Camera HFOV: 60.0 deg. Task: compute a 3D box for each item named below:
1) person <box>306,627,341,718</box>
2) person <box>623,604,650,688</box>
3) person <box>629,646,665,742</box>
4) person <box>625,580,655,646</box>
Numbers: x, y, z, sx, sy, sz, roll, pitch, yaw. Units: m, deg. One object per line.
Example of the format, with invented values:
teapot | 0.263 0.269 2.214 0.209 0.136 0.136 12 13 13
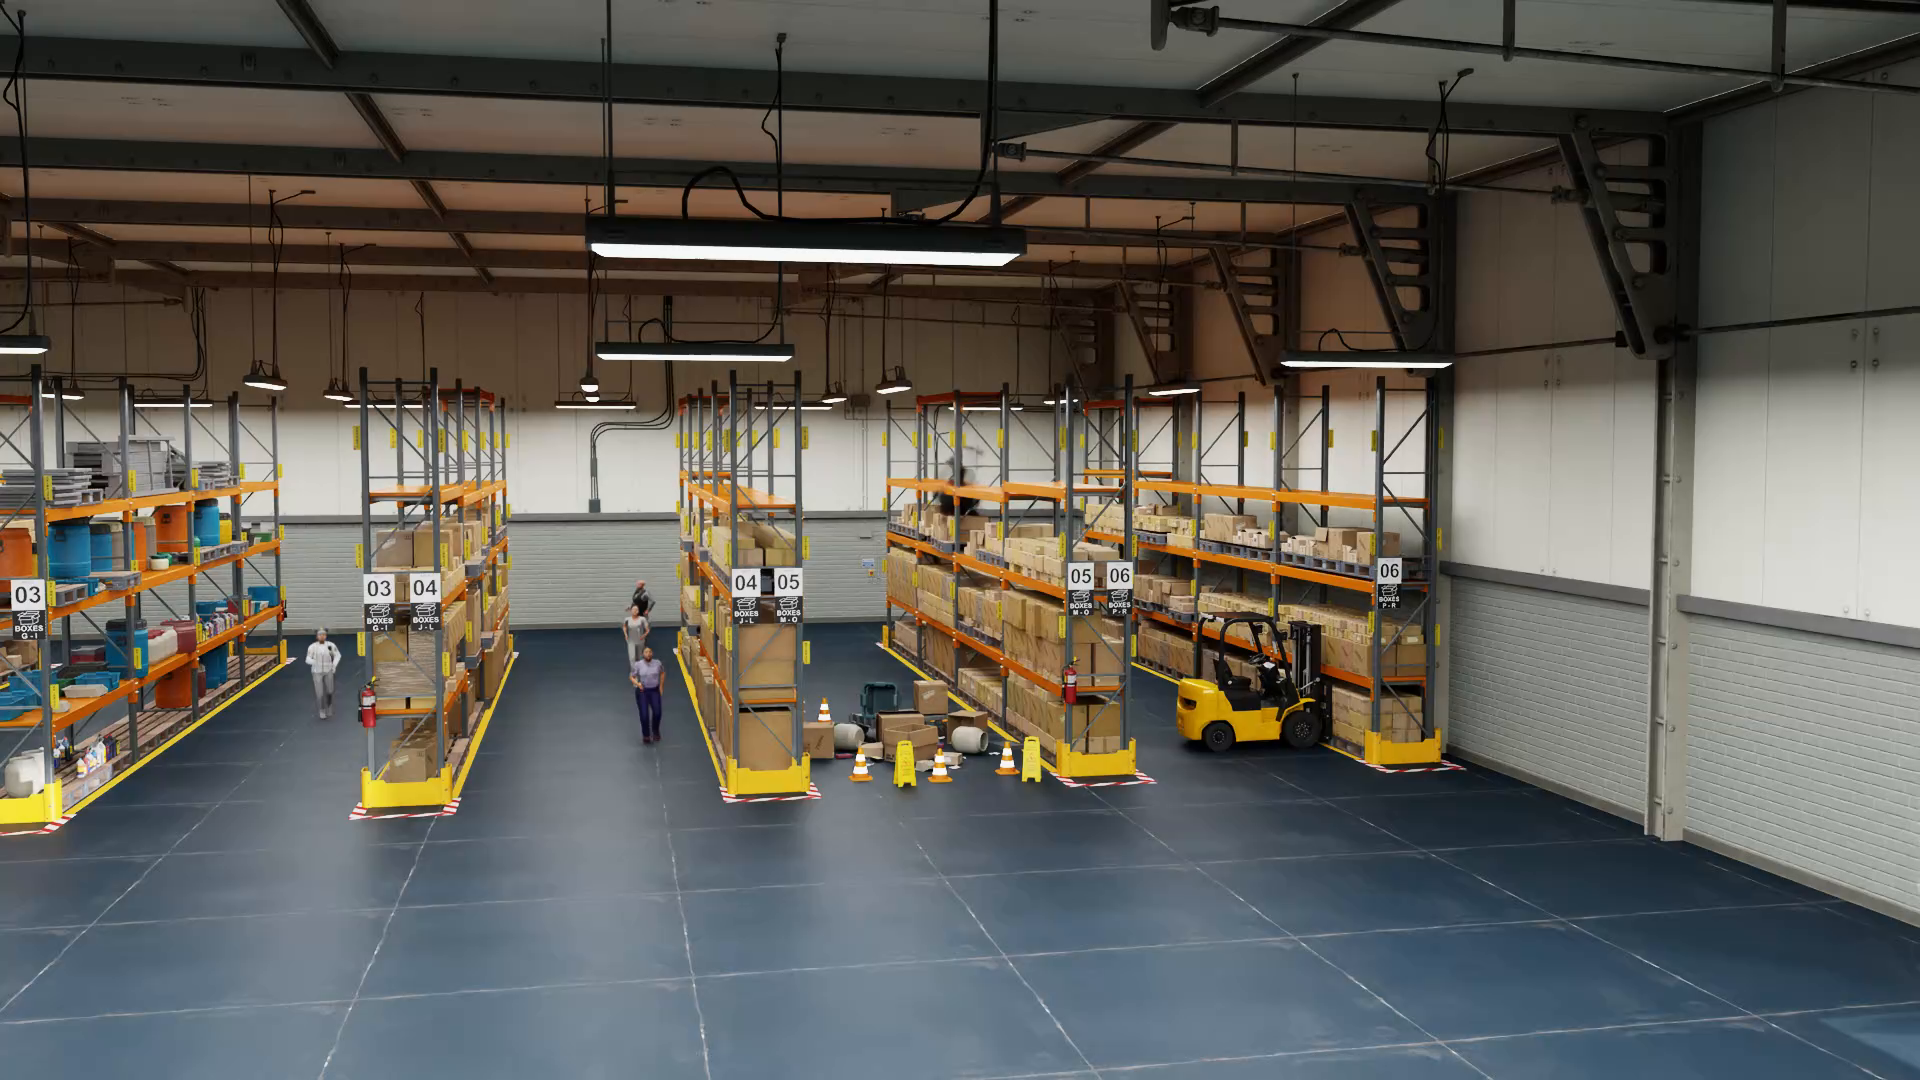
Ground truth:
person | -11.416 2.384 29.840 0.591 1.656 0.598 -1 4 -22
person | -6.674 2.159 34.299 0.537 1.647 1.103 -1 4 -15
person | -5.152 2.563 27.490 0.612 1.609 0.586 -1 4 -17
person | -7.691 1.796 39.855 0.634 1.690 0.714 -3 4 -40
